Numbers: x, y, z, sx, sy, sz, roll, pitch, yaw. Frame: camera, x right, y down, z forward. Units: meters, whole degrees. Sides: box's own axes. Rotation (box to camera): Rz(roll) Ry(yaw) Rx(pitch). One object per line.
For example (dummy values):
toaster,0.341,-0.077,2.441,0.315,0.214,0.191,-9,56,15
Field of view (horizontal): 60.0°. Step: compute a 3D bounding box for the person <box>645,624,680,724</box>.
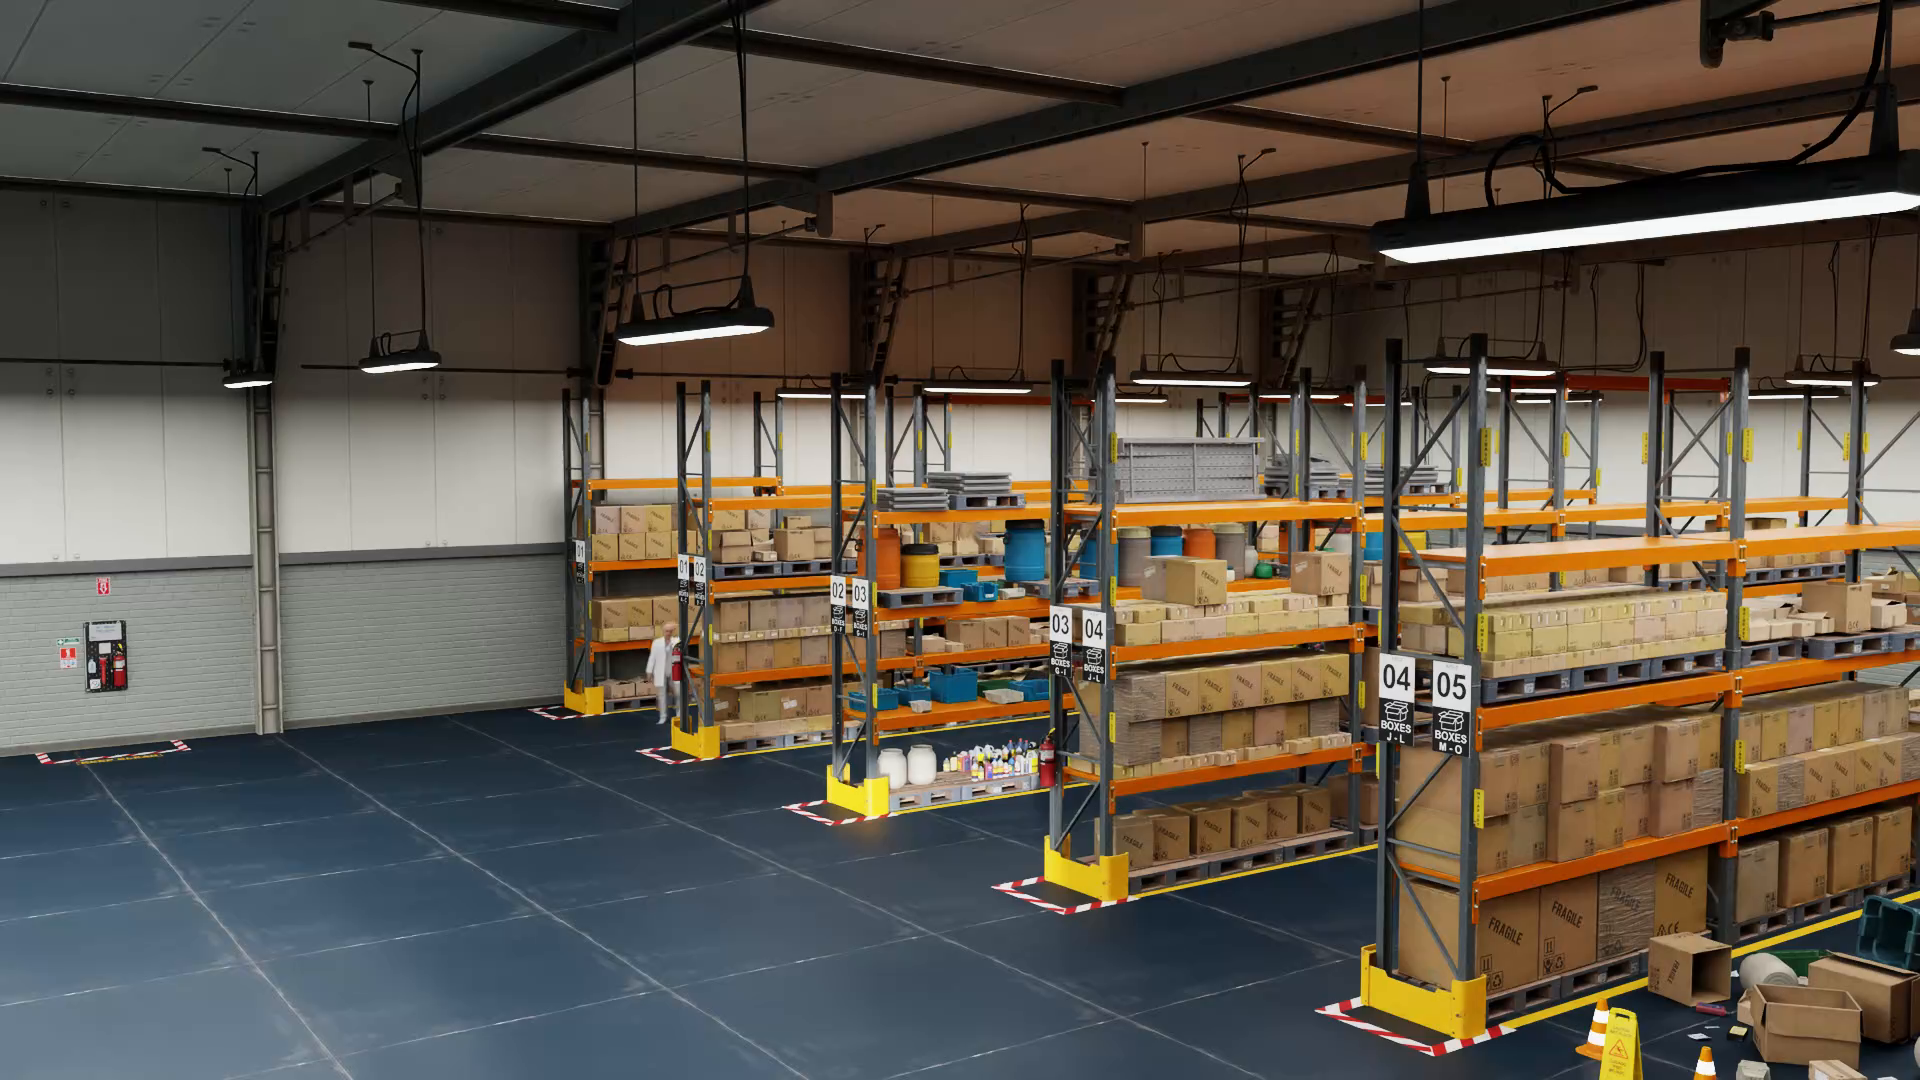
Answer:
person,-5.259,2.381,29.680,0.706,1.781,0.473,-1,4,-16
